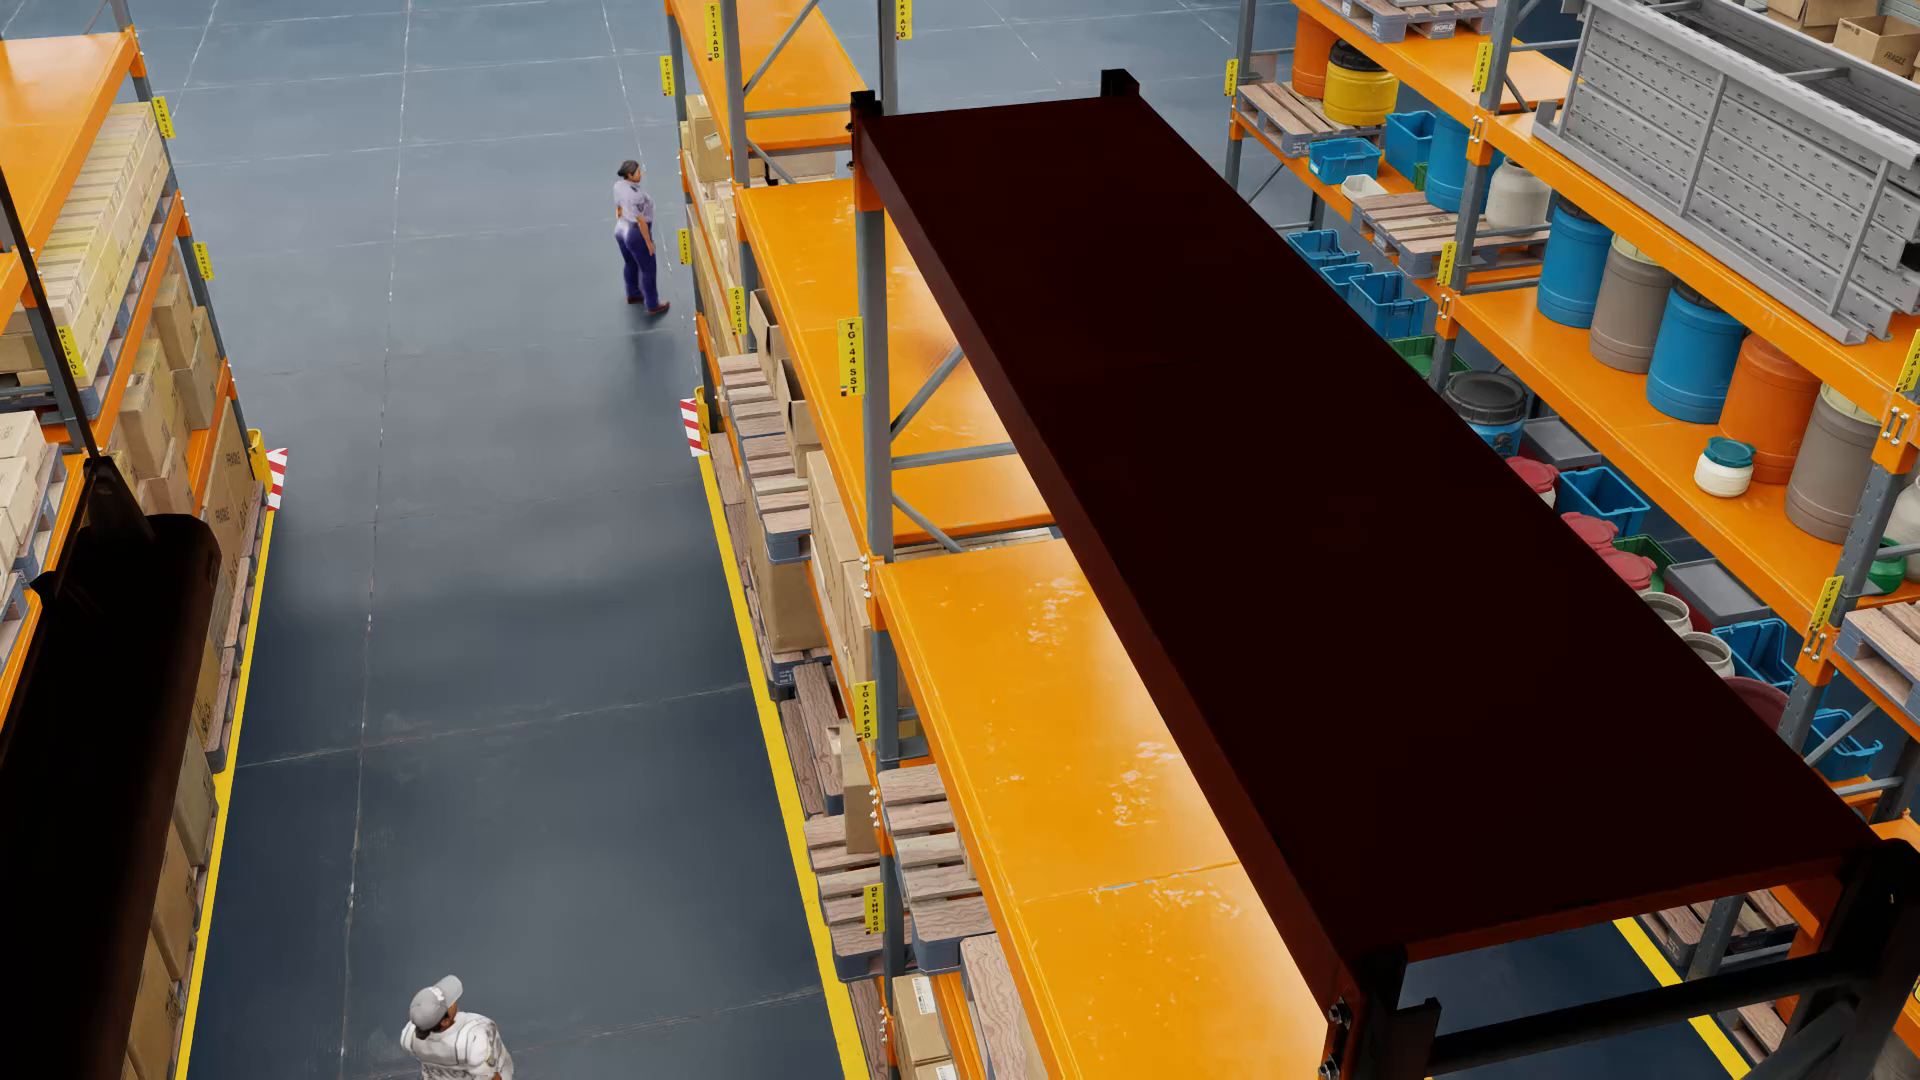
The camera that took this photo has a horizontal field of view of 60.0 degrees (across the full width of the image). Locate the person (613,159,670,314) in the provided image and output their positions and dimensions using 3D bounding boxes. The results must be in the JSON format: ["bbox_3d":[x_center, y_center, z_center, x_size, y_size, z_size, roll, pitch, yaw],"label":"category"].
[{"bbox_3d":[-3.335,-3.154,17.232,0.417,1.654,0.513,-27,43,-34],"label":"person"}]

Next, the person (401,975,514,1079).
[{"bbox_3d":[-2.494,2.774,8.405,0.482,1.602,0.932,-11,36,-16],"label":"person"}]
